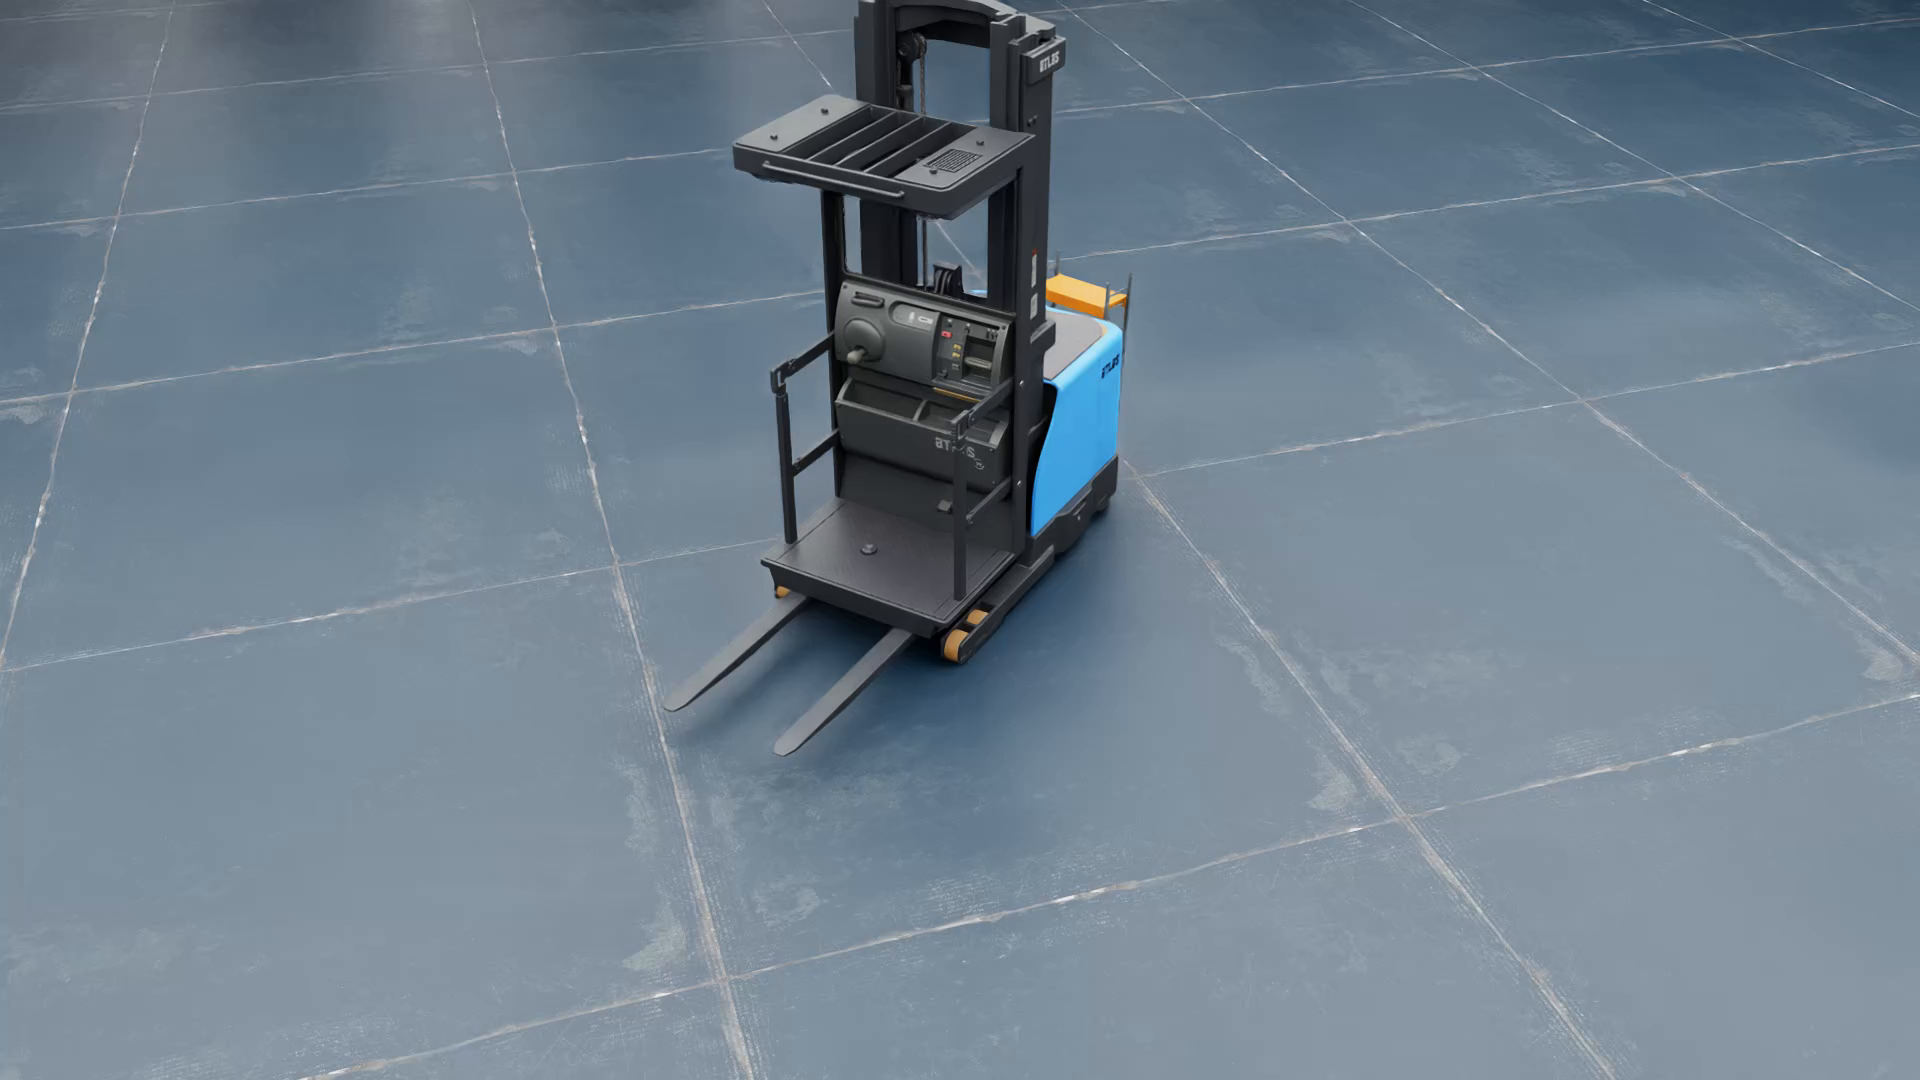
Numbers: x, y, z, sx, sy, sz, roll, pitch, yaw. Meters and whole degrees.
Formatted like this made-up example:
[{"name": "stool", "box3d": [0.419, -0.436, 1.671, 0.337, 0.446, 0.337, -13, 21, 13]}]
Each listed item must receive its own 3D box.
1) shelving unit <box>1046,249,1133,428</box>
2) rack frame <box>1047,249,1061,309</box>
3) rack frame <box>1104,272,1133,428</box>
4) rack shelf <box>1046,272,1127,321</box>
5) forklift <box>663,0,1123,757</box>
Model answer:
[{"name": "shelving unit", "box3d": [0.654, -0.992, 9.468, 0.503, 1.200, 0.258, 24, 36, 31]}, {"name": "rack frame", "box3d": [0.462, -1.076, 9.594, 0.015, 1.200, 0.240, 24, 36, 31]}, {"name": "rack frame", "box3d": [0.845, -0.909, 9.341, 0.015, 1.200, 0.240, 24, 36, 31]}, {"name": "rack shelf", "box3d": [0.670, -1.331, 9.269, 0.480, 0.148, 0.258, 24, 36, 31]}, {"name": "forklift", "box3d": [-0.294, -0.907, 7.784, 1.130, 2.935, 3.031, 18, 37, 25]}]
